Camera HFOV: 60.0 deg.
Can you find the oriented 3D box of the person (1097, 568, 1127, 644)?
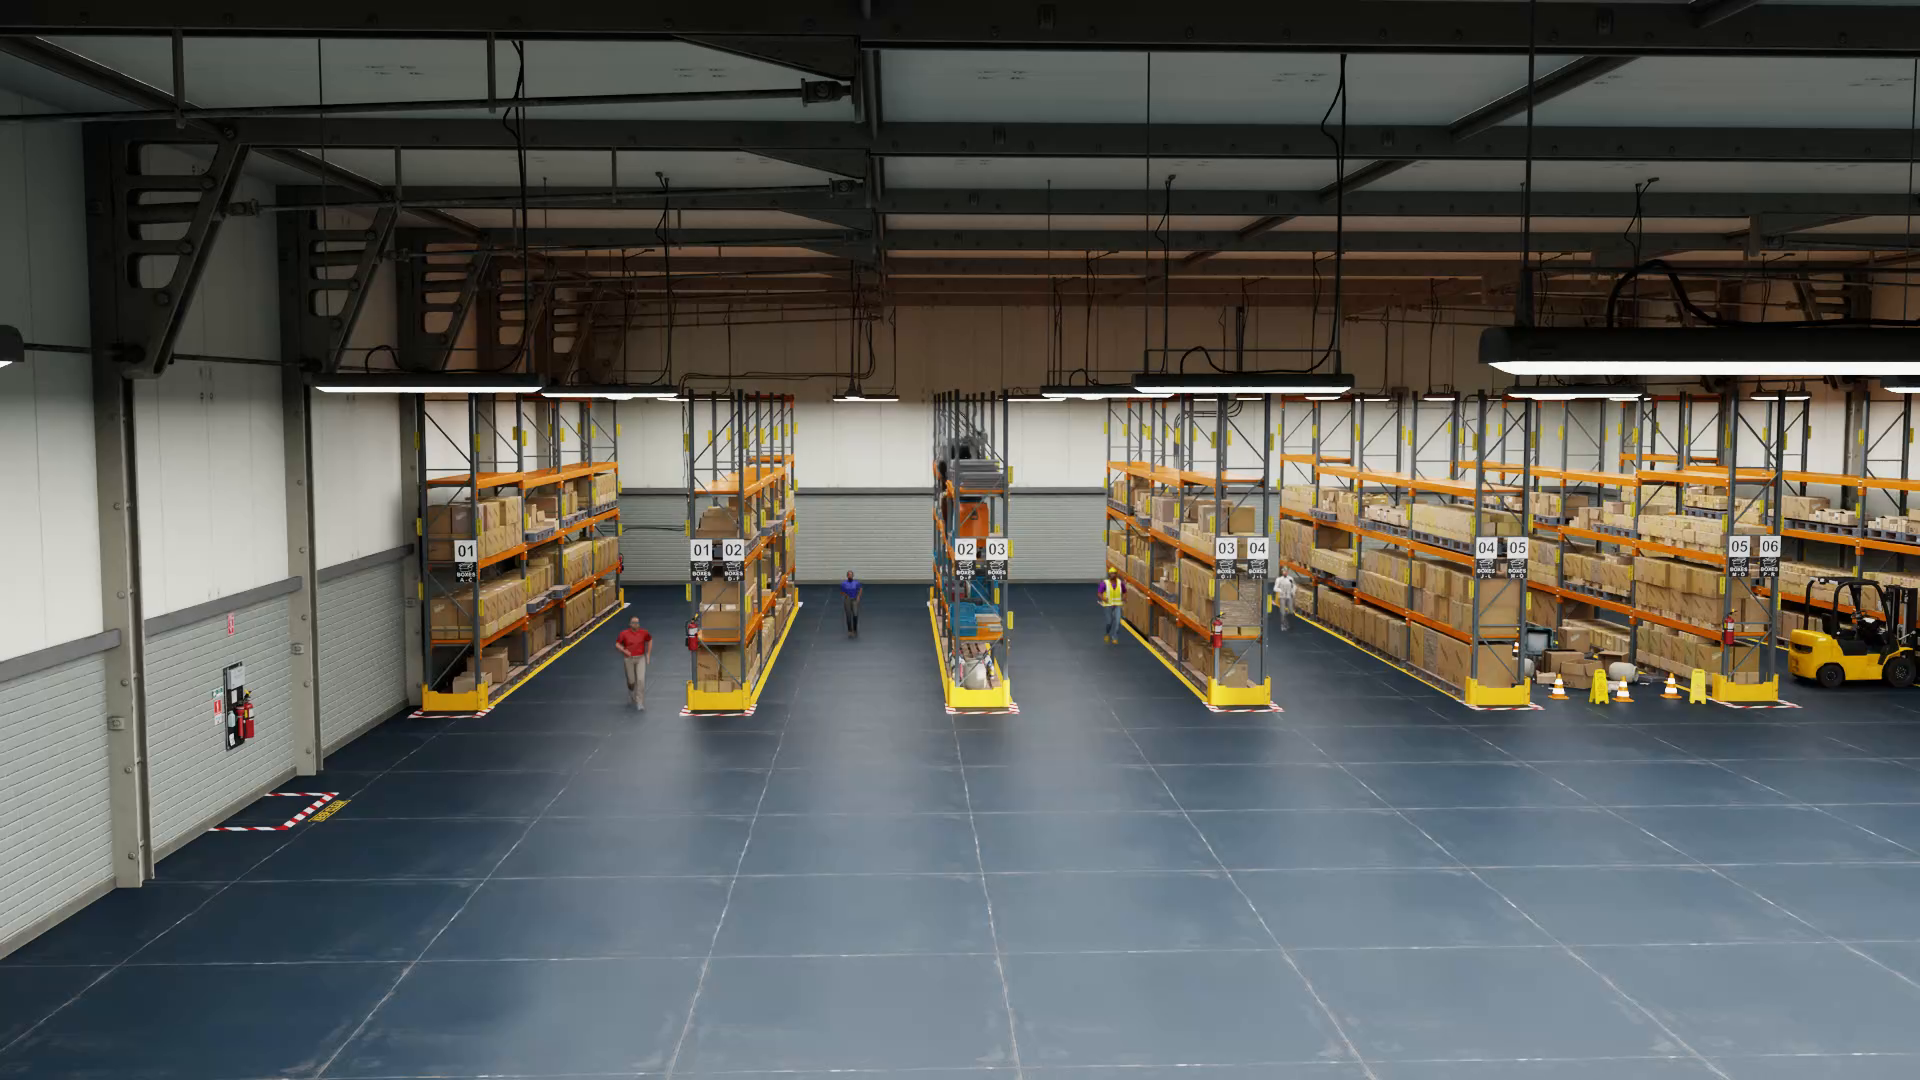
[{"bbox_3d":[3.492,1.497,37.866,0.706,1.736,0.647,-1,5,-8],"label":"person"}]

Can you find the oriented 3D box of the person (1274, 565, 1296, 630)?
[{"bbox_3d":[8.224,1.468,41.907,0.602,1.655,0.554,0,5,-2],"label":"person"}]

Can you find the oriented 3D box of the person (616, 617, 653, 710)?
[{"bbox_3d":[-6.172,2.314,31.559,0.701,1.737,0.851,-1,5,-15],"label":"person"}]

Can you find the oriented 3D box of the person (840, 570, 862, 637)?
[{"bbox_3d":[-2.671,1.574,40.915,0.548,1.662,0.681,0,5,-4],"label":"person"}]
